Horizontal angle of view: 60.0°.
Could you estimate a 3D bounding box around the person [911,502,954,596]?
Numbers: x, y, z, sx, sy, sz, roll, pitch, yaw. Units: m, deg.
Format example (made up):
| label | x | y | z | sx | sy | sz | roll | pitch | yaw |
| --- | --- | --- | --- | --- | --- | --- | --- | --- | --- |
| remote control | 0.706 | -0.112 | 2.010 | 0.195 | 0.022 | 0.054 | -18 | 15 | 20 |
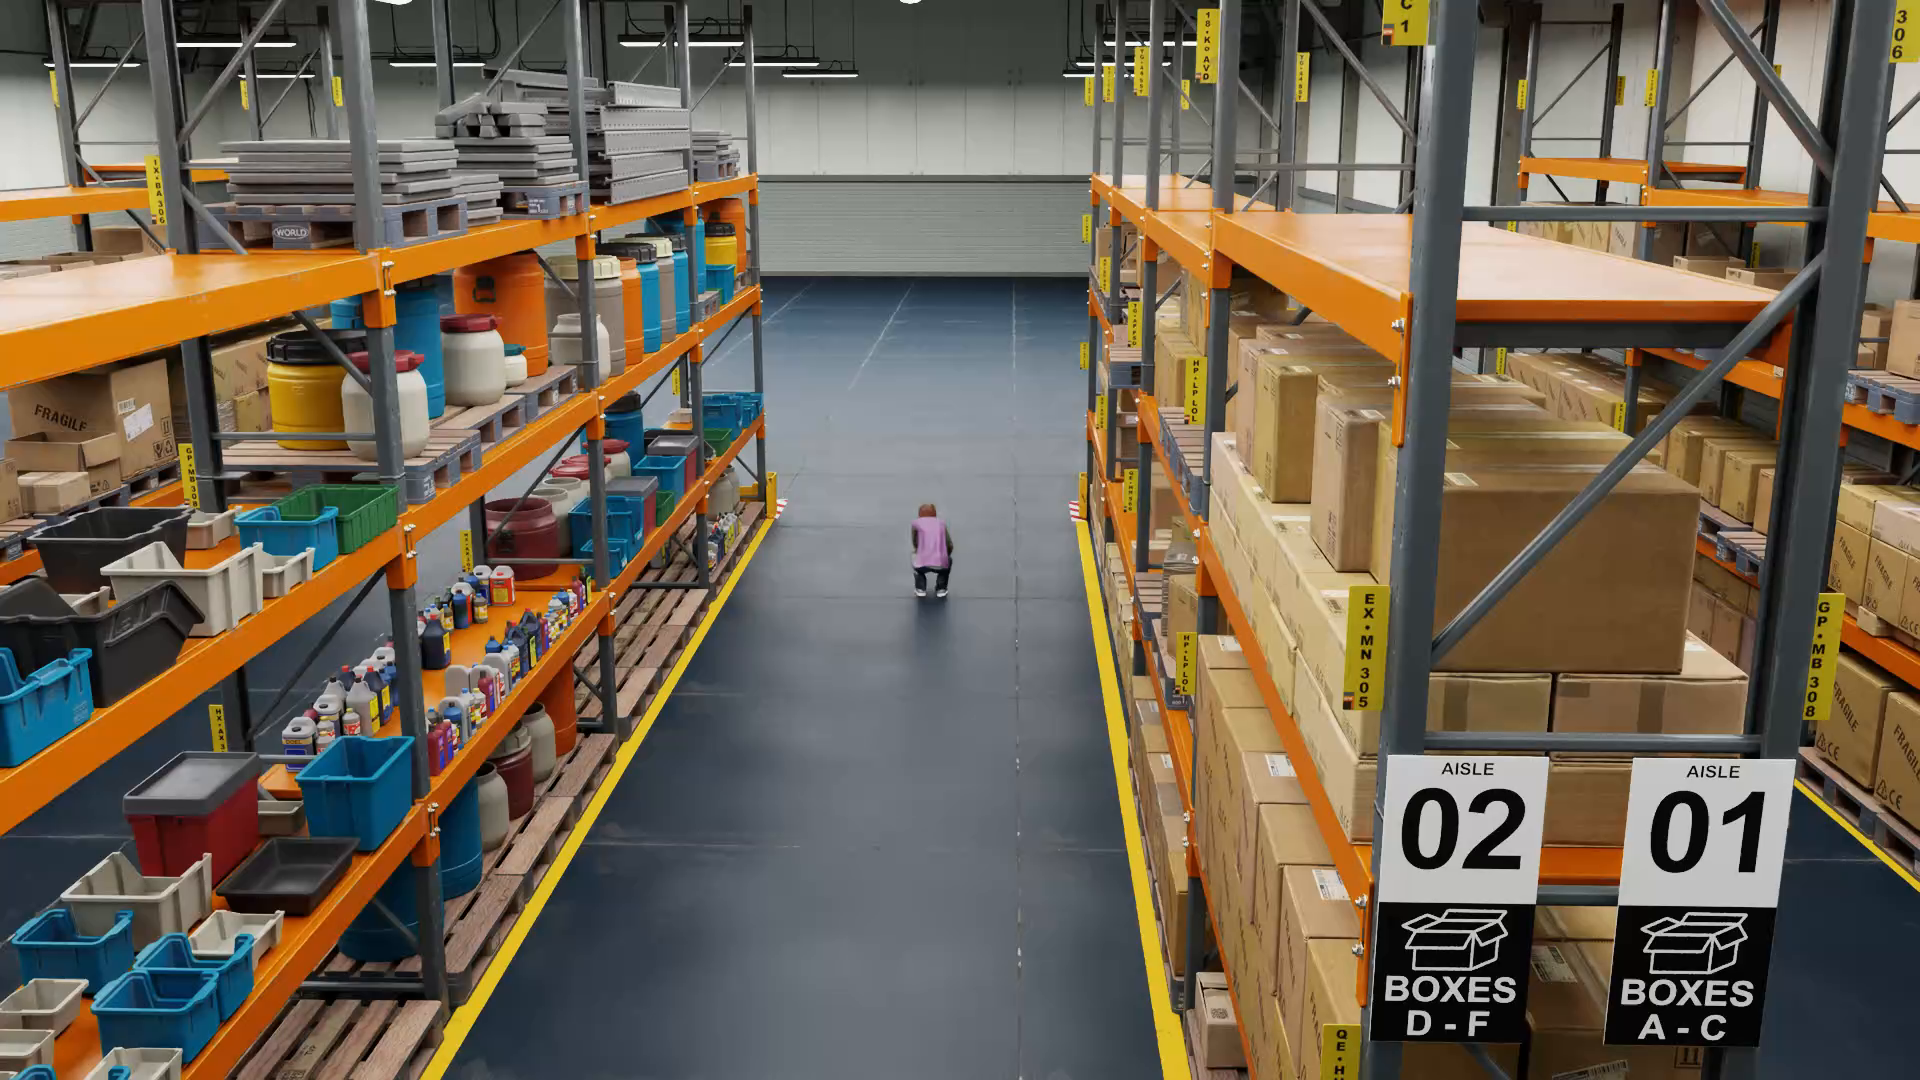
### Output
| label | x | y | z | sx | sy | sz | roll | pitch | yaw |
| --- | --- | --- | --- | --- | --- | --- | --- | --- | --- |
| person | -0.290 | 0.104 | 17.094 | 0.447 | 0.881 | 0.810 | 0 | 14 | 1 |
